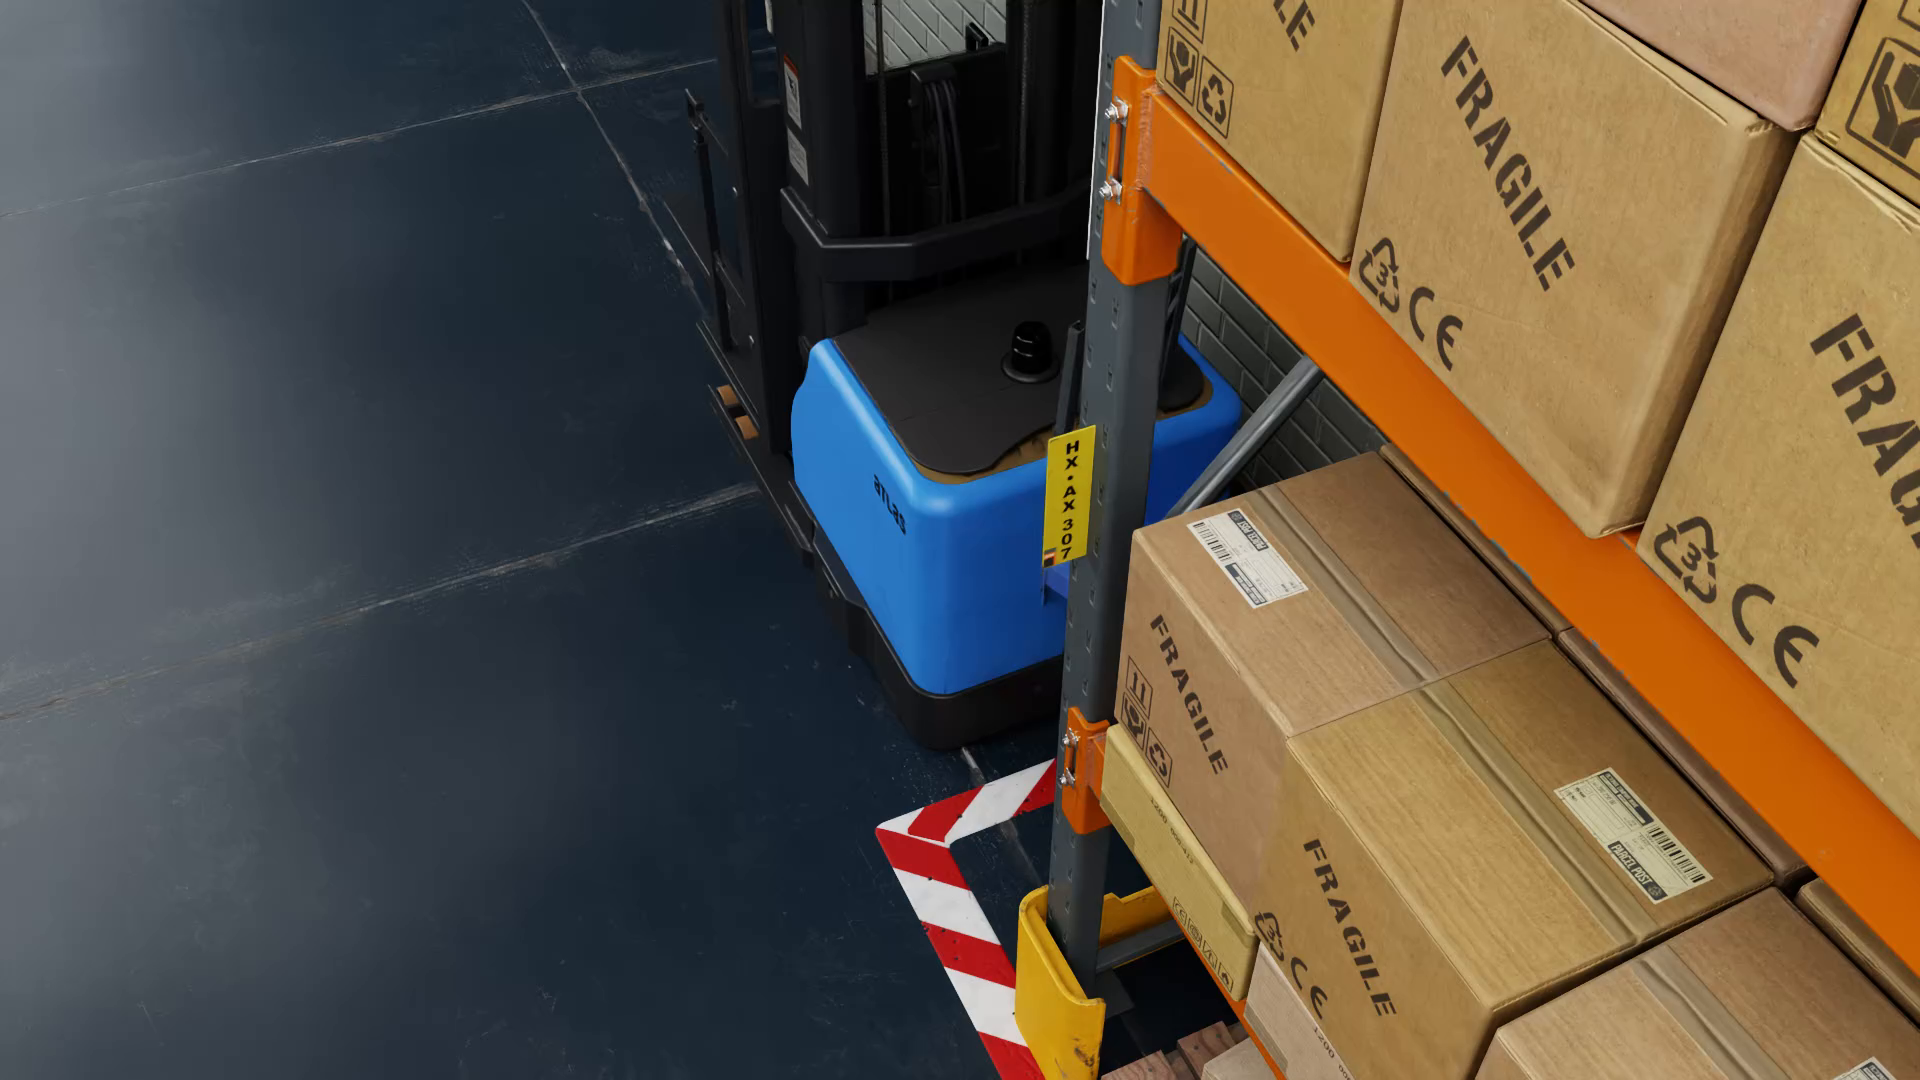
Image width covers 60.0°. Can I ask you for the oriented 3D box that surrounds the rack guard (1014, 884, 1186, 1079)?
[{"bbox_3d":[0.727,1.010,4.371,1.175,0.500,0.348,-18,47,-17],"label":"rack guard"}]

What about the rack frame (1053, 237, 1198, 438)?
[{"bbox_3d":[0.395,-0.143,4.712,0.032,1.500,0.500,35,55,24],"label":"rack frame"}]

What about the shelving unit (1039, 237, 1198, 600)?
[{"bbox_3d":[0.777,0.122,4.507,1.048,1.500,0.538,35,55,24],"label":"shelving unit"}]

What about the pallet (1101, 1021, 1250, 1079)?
[{"bbox_3d":[1.037,1.641,3.937,1.003,0.211,1.213,-18,47,-17],"label":"pallet"}]

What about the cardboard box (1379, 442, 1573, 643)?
[{"bbox_3d":[1.086,0.088,3.083,0.500,0.500,0.500,-19,48,-18],"label":"cardboard box"}]

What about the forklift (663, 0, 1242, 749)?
[{"bbox_3d":[-0.277,-1.455,5.138,1.130,2.935,3.031,-18,48,-18],"label":"forklift"}]

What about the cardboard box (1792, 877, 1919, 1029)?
[{"bbox_3d":[1.510,0.740,2.423,0.500,0.500,0.500,-19,48,-18],"label":"cardboard box"}]

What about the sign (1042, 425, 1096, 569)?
[{"bbox_3d":[0.203,-0.076,3.075,0.100,0.325,0.005,-18,47,-17],"label":"sign"}]

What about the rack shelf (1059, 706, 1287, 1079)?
[{"bbox_3d":[1.536,1.602,2.503,1.077,0.370,4.000,-18,47,-17],"label":"rack shelf"}]

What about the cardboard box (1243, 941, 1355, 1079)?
[{"bbox_3d":[0.844,0.849,2.846,0.500,0.250,0.500,-19,48,-19],"label":"cardboard box"}]

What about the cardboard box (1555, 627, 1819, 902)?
[{"bbox_3d":[1.289,0.412,2.755,0.500,0.500,0.500,-17,47,-17],"label":"cardboard box"}]

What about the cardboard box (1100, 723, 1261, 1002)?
[{"bbox_3d":[0.612,0.523,3.177,0.500,0.250,0.500,-19,48,-19],"label":"cardboard box"}]

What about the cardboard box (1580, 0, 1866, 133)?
[{"bbox_3d":[0.802,-0.743,1.434,0.500,0.500,0.500,-19,48,-18],"label":"cardboard box"}]

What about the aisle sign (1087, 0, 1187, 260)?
[{"bbox_3d":[0.393,-0.811,2.585,0.394,0.787,0.004,-18,47,-17],"label":"aisle sign"}]

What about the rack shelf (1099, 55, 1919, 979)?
[{"bbox_3d":[1.536,0.534,1.449,1.077,0.370,4.000,-18,47,-17],"label":"rack shelf"}]

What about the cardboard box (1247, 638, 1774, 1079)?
[{"bbox_3d":[0.822,0.562,2.604,0.500,0.500,0.500,-18,47,-17],"label":"cardboard box"}]

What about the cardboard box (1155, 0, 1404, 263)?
[{"bbox_3d":[0.609,-0.752,2.155,0.500,0.500,0.500,-17,47,-16],"label":"cardboard box"}]

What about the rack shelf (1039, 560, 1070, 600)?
[{"bbox_3d":[0.767,0.241,4.641,1.000,0.185,0.538,35,55,24],"label":"rack shelf"}]

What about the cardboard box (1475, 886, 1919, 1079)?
[{"bbox_3d":[1.034,0.893,2.268,0.500,0.500,0.500,-20,48,-19],"label":"cardboard box"}]

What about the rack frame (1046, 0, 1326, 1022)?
[{"bbox_3d":[0.695,0.072,3.542,1.000,3.000,0.127,-18,47,-17],"label":"rack frame"}]

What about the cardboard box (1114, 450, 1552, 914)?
[{"bbox_3d":[0.623,0.244,2.926,0.500,0.500,0.500,-18,47,-17],"label":"cardboard box"}]

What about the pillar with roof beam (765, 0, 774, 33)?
[{"bbox_3d":[-4.654,-4.426,3.828,9.100,9.000,0.400,-18,47,-17],"label":"pillar with roof beam"}]

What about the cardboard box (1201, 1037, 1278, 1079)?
[{"bbox_3d":[0.905,1.339,3.858,0.500,0.311,0.500,-23,49,-22],"label":"cardboard box"}]

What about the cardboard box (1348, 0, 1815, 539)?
[{"bbox_3d":[0.803,-0.399,1.798,0.500,0.500,0.500,-15,47,-15],"label":"cardboard box"}]

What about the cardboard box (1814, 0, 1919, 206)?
[{"bbox_3d":[1.028,-0.420,1.107,0.500,0.500,0.500,-17,47,-16],"label":"cardboard box"}]

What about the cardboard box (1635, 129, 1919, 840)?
[{"bbox_3d":[1.024,-0.070,1.464,0.500,0.500,0.500,-16,47,-16],"label":"cardboard box"}]
